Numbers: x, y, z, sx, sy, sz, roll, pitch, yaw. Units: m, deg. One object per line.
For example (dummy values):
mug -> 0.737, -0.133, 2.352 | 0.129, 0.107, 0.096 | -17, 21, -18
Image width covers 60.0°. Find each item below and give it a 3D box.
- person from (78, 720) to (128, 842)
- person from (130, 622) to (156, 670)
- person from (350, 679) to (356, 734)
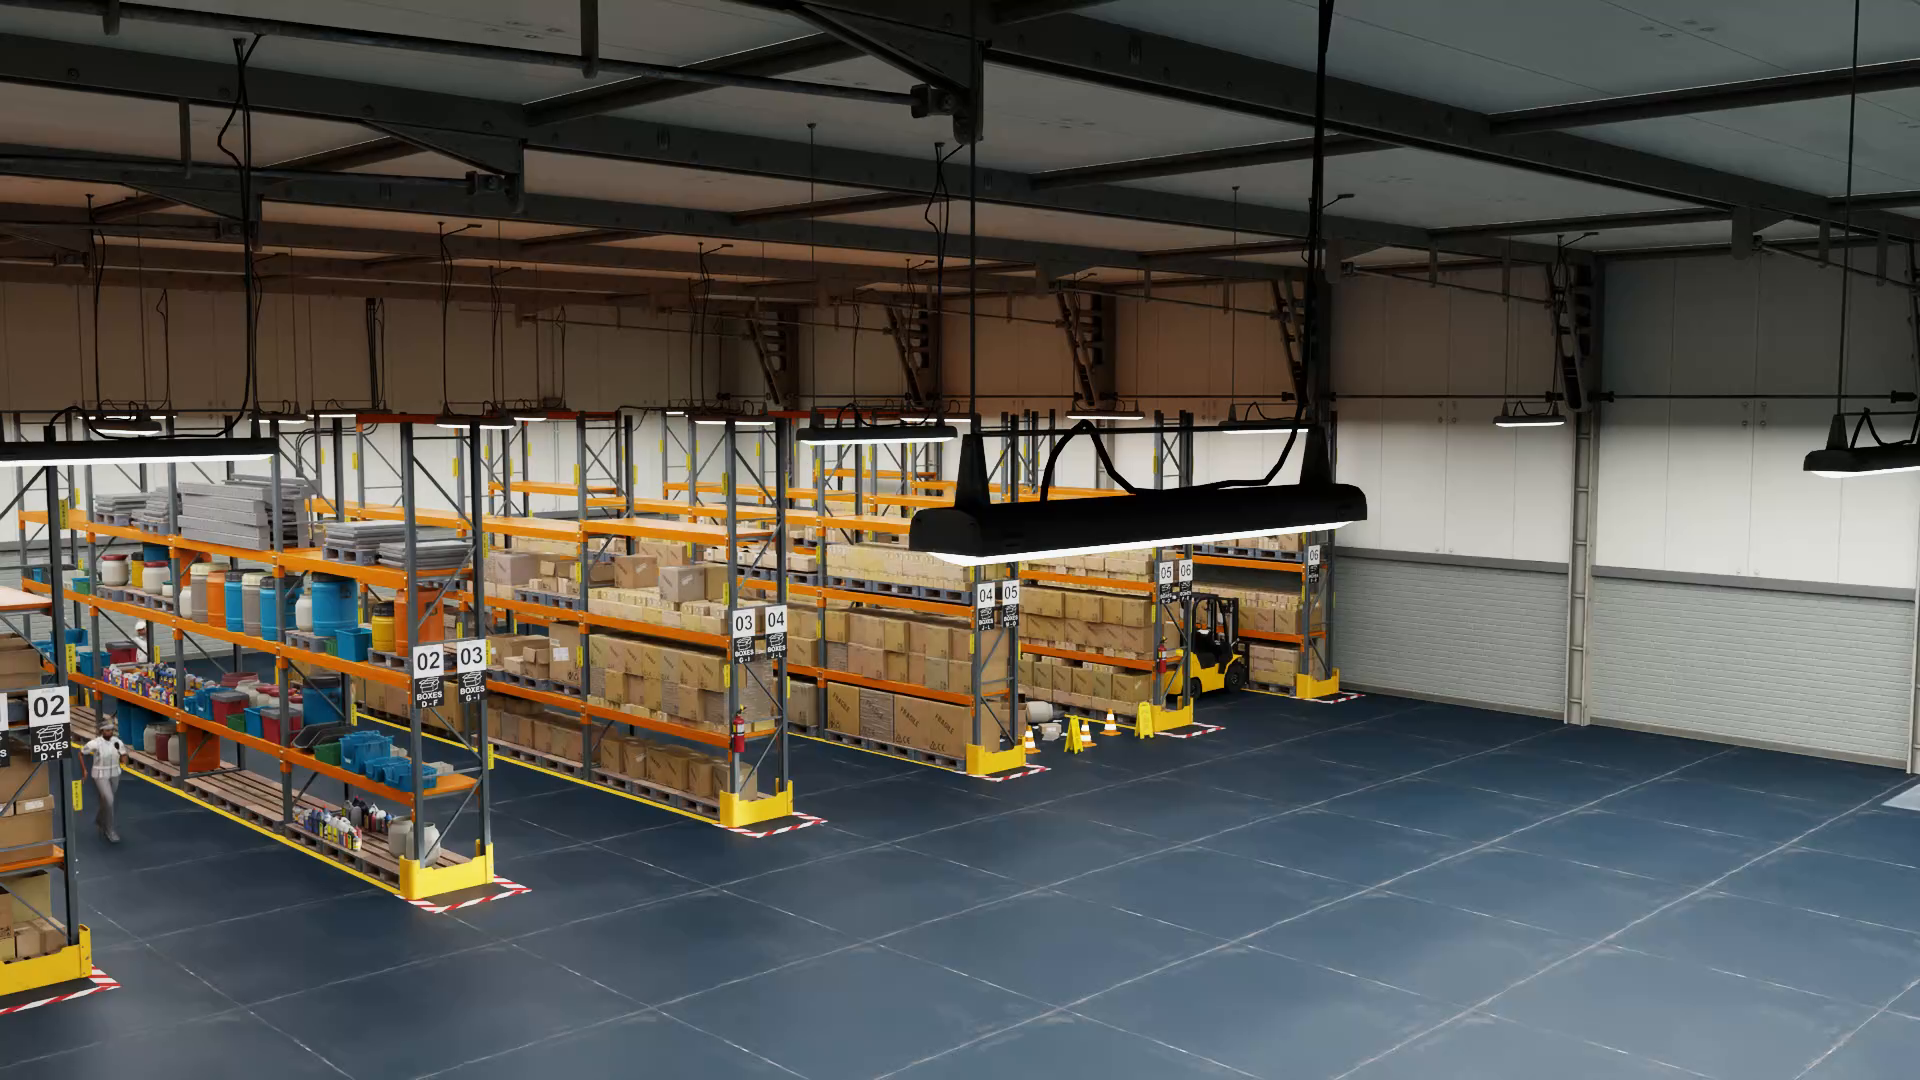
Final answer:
person -> -12.219, 3.426, 23.789 | 0.842, 1.744, 0.562 | 3, 6, 34
person -> -16.637, 2.531, 33.891 | 0.881, 1.750, 0.650 | 1, 5, 16
person -> -10.634, 3.096, 28.539 | 0.817, 1.515, 0.553 | 2, 5, 24
